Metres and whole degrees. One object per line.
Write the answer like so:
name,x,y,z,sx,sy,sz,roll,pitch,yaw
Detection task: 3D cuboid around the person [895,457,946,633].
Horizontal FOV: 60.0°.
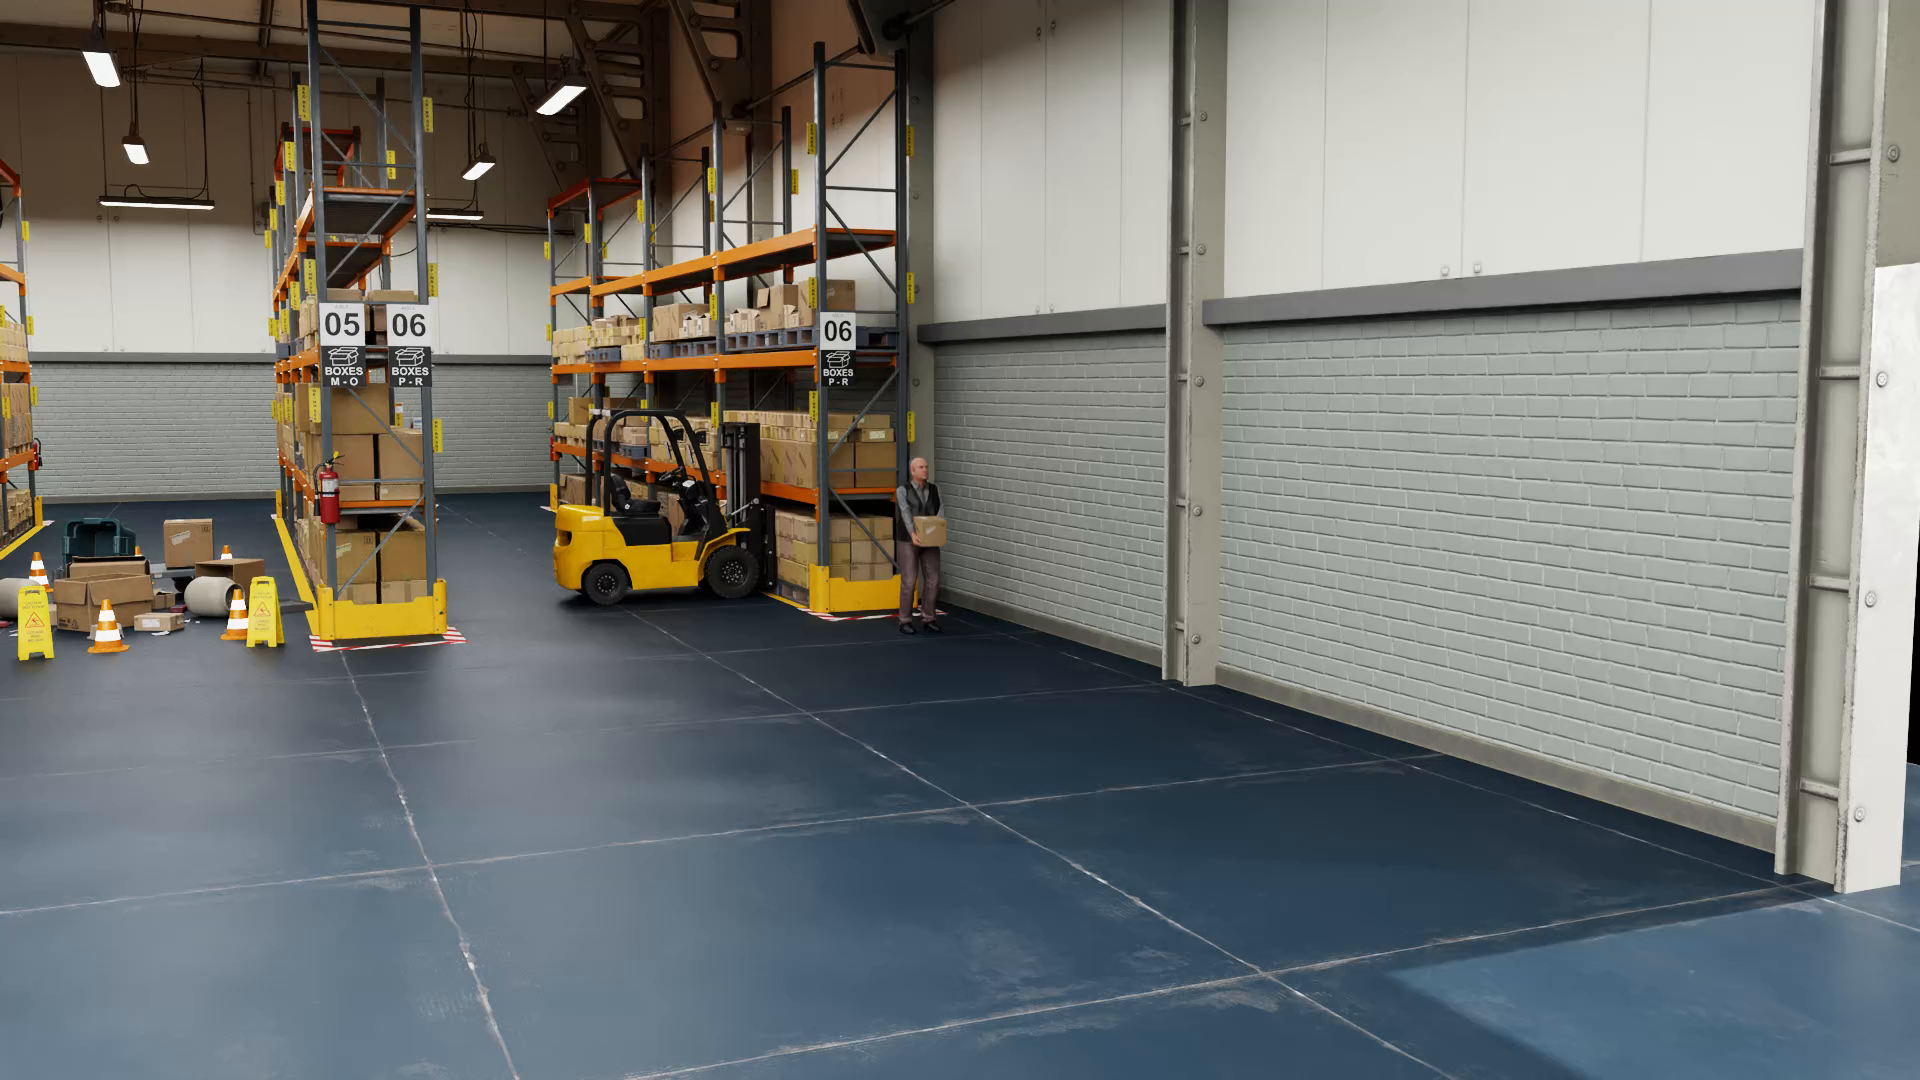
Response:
person,-0.368,0.049,16.328,0.528,1.727,0.529,-2,6,-24
